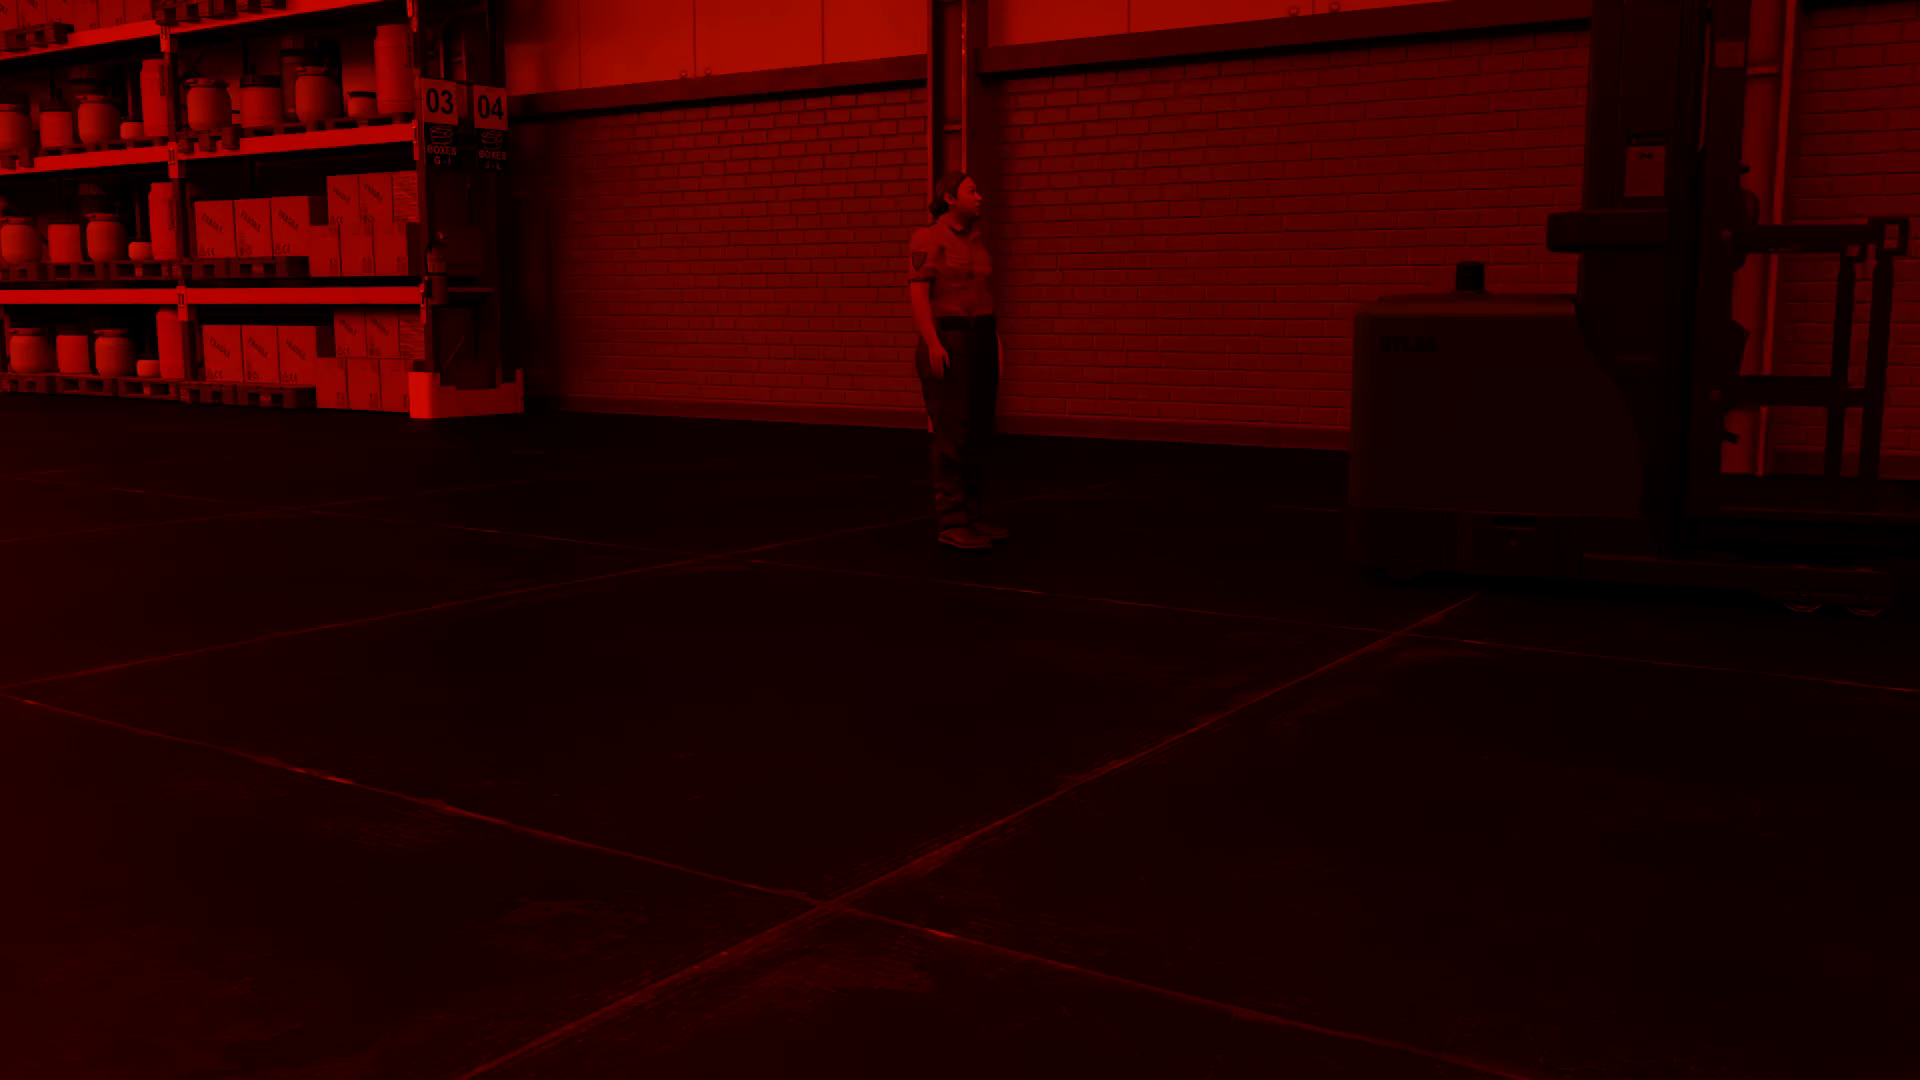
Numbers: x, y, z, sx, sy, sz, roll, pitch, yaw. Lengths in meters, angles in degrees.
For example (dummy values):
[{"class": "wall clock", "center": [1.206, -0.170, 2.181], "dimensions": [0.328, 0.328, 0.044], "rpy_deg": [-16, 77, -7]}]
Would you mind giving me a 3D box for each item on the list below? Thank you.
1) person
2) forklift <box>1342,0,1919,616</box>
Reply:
[{"class": "person", "center": [0.061, -0.814, 7.418], "dimensions": [0.503, 1.651, 0.598], "rpy_deg": [5, 10, 34]}, {"class": "forklift", "center": [3.057, -1.271, 6.132], "dimensions": [3.031, 2.935, 1.130], "rpy_deg": [3, 9, 21]}]
